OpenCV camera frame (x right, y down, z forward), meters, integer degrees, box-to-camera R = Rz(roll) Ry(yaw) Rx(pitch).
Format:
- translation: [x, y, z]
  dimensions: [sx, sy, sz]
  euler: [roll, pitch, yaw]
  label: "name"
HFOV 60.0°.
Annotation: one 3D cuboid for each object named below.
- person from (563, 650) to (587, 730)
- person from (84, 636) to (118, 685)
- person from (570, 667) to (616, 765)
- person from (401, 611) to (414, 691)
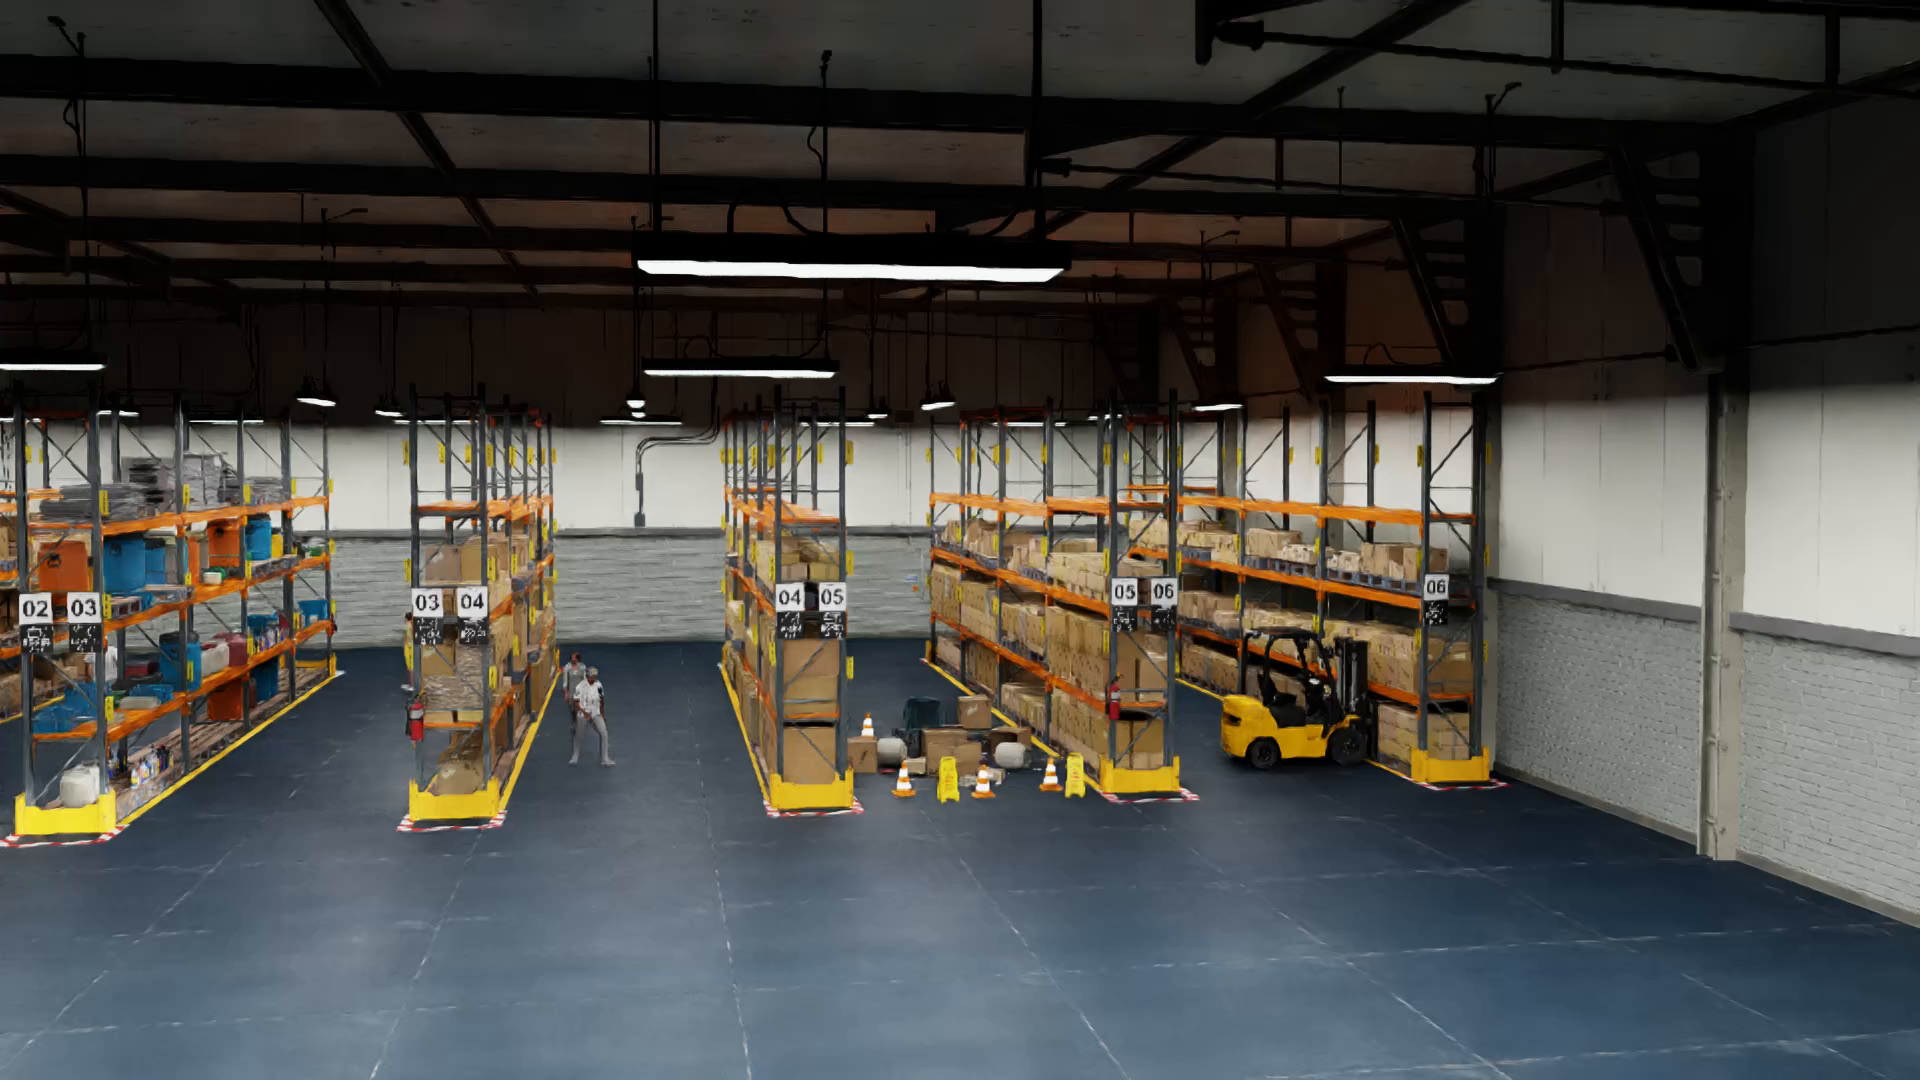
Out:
- translation: [-6.893, 2.720, 29.768]
  dimensions: [0.417, 1.517, 1.037]
  euler: [0, 3, -8]
  label: "person"
- translation: [-15.969, 2.581, 31.024]
  dimensions: [0.719, 1.714, 0.578]
  euler: [-1, 3, -13]
  label: "person"
- translation: [-5.981, 2.824, 26.922]
  dimensions: [0.621, 1.606, 0.827]
  euler: [-2, 3, -28]
  label: "person"
- translation: [-11.736, 2.354, 35.455]
  dimensions: [0.545, 1.670, 0.545]
  euler: [0, 3, 9]
  label: "person"
